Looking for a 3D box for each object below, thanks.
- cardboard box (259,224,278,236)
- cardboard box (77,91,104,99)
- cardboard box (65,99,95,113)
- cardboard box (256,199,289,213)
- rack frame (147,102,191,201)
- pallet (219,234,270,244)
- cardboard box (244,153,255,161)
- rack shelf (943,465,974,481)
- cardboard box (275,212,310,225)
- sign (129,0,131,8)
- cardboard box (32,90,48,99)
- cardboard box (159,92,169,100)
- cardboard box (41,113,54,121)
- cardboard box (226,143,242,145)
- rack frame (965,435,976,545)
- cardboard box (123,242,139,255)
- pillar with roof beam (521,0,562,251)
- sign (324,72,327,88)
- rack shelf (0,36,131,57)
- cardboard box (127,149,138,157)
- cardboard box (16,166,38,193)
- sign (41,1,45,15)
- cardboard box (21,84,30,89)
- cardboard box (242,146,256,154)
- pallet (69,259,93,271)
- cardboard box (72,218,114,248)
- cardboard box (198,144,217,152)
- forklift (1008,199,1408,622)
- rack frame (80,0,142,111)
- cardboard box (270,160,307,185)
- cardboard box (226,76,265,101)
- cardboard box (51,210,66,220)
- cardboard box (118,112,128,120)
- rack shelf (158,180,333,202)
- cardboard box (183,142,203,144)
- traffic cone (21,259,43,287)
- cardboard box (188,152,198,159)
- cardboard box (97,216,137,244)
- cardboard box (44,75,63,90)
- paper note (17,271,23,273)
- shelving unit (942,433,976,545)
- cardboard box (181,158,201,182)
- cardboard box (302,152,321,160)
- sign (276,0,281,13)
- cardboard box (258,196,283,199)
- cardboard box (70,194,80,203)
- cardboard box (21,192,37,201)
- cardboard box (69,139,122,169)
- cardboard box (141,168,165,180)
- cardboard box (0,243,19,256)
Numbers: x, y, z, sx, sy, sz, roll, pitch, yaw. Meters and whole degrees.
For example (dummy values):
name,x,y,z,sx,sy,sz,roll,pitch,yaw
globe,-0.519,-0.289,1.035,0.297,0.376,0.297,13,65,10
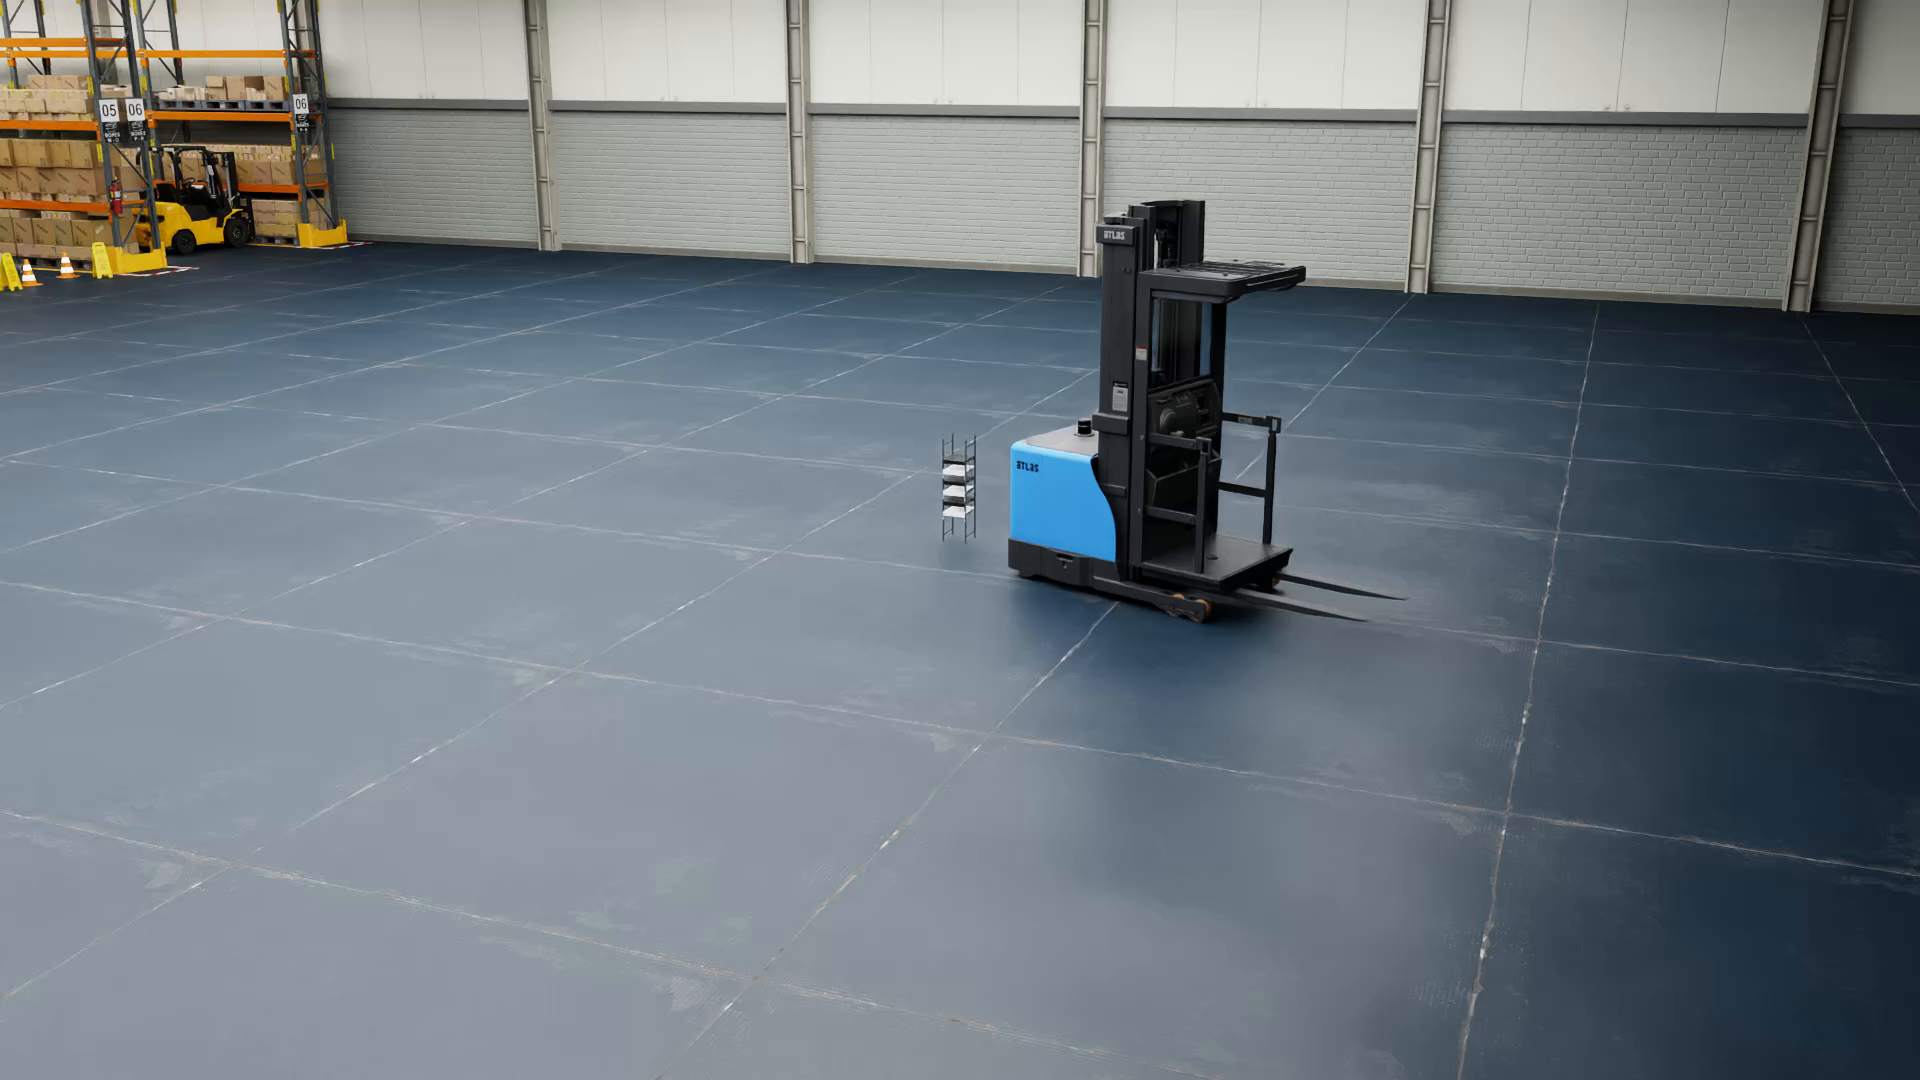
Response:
name,x,y,z,sx,sy,sz,roll,pitch,yaw
cardboard box,-15.013,-6.840,36.534,0.500,0.250,0.500,6,17,21
cardboard box,-16.242,-8.313,31.068,0.250,0.149,0.380,6,17,21
cardboard box,-16.393,-8.146,31.207,0.500,0.250,0.500,6,17,20
cardboard box,-15.021,-7.318,36.386,0.500,0.250,0.500,7,17,22
rack frame,-17.722,-8.349,37.552,0.127,3.000,1.000,6,17,21
pallet,-15.859,-6.793,37.194,1.213,0.211,1.003,6,17,21
cardboard box,-15.386,-8.366,36.269,0.250,0.149,0.380,6,17,19
rack shelf,-0.008,-0.574,14.010,0.200,0.077,0.258,6,17,21
cardboard box,-14.568,-7.030,36.290,0.500,0.250,0.500,6,17,20
sign,-15.619,-10.160,31.214,0.005,0.325,0.100,6,17,21
cardboard box,-17.387,-8.470,31.610,0.250,0.149,0.380,6,17,19
cardboard box,-17.416,-9.794,36.667,0.250,0.149,0.380,7,17,22
cardboard box,-17.192,-8.045,31.576,0.250,0.149,0.380,6,17,20
cardboard box,-16.134,-8.758,37.083,0.250,0.149,0.380,6,17,20
rack frame,0.087,-0.423,14.015,0.006,0.900,0.240,6,17,21
cardboard box,-16.467,-5.687,32.563,0.500,0.250,0.500,6,17,20
pillar with roof beam,-10.316,-9.395,30.396,0.400,9.000,9.100,6,17,21
sign,-13.792,-9.981,36.085,0.005,0.325,0.100,6,17,21
rack shelf,-17.679,-9.390,31.676,4.000,0.370,1.077,6,17,21
cardboard box,-18.576,-8.746,37.577,0.250,0.149,0.380,6,17,21
cardboard box,-17.817,-6.988,32.152,0.500,0.500,0.500,6,17,21
sign,-21.243,-12.308,38.470,0.005,0.325,0.100,6,17,21
cardboard box,-21.684,-10.570,38.844,0.250,0.149,0.380,6,17,19
cardboard box,-15.393,-8.504,36.208,0.250,0.149,0.380,7,18,22
pallet,-16.632,-5.413,32.440,1.213,0.211,1.003,6,17,21
cardboard box,-16.660,-5.908,31.976,0.500,0.500,0.500,6,17,21
cardboard box,-16.564,-8.642,36.685,0.250,0.149,0.380,6,17,20
forklift,1.840,-0.976,12.277,3.031,2.935,1.130,13,21,38
rack frame,-15.819,-9.533,30.870,0.127,3.000,1.000,6,17,21
cardboard box,-14.555,-7.970,36.067,0.500,0.500,0.500,6,17,19
cardboard box,-15.418,-9.791,36.026,0.500,0.500,0.700,6,17,21
cardboard box,-17.258,-6.266,32.046,0.250,0.149,0.380,7,17,22
cardboard box,-16.008,-8.090,31.730,0.250,0.149,0.380,6,17,21
rack shelf,-15.861,-7.799,36.947,4.000,0.370,1.077,6,17,21
cardboard box,-17.314,-8.897,37.563,0.250,0.149,0.380,6,17,21
traffic cone,-16.783,-4.820,29.948,0.334,0.463,0.336,6,17,21
cardboard box,-16.825,-8.518,36.790,0.250,0.149,0.380,7,17,22
cardboard box,-16.490,-6.050,32.466,0.500,0.500,0.500,6,17,19
cardboard box,-20.352,-10.333,37.895,0.500,0.500,0.700,6,17,20
paper note,-18.012,-5.127,31.780,0.148,0.019,0.142,0,16,1
shelving unit,-0.008,-0.433,14.051,0.210,0.900,0.258,6,17,21
cardboard box,-16.914,-8.235,36.979,0.500,0.500,0.500,7,17,22
cardboard box,-14.221,-8.401,36.389,0.250,0.149,0.380,6,17,19
sign,-14.213,-11.168,34.685,0.005,0.325,0.100,6,17,21
cardboard box,-15.306,-7.503,37.025,0.500,0.250,0.500,6,17,20
cardboard box,-16.752,-6.543,31.782,0.250,0.149,0.380,6,17,20
cardboard box,-17.933,-6.673,32.231,0.250,0.149,0.380,6,17,20
cardboard box,-16.374,-7.319,31.497,0.500,0.500,0.700,6,17,19
cardboard box,-18.287,-8.260,37.516,0.500,0.250,0.500,7,17,22
cardboard box,-18.589,-5.760,32.814,0.500,0.250,0.500,7,18,24
